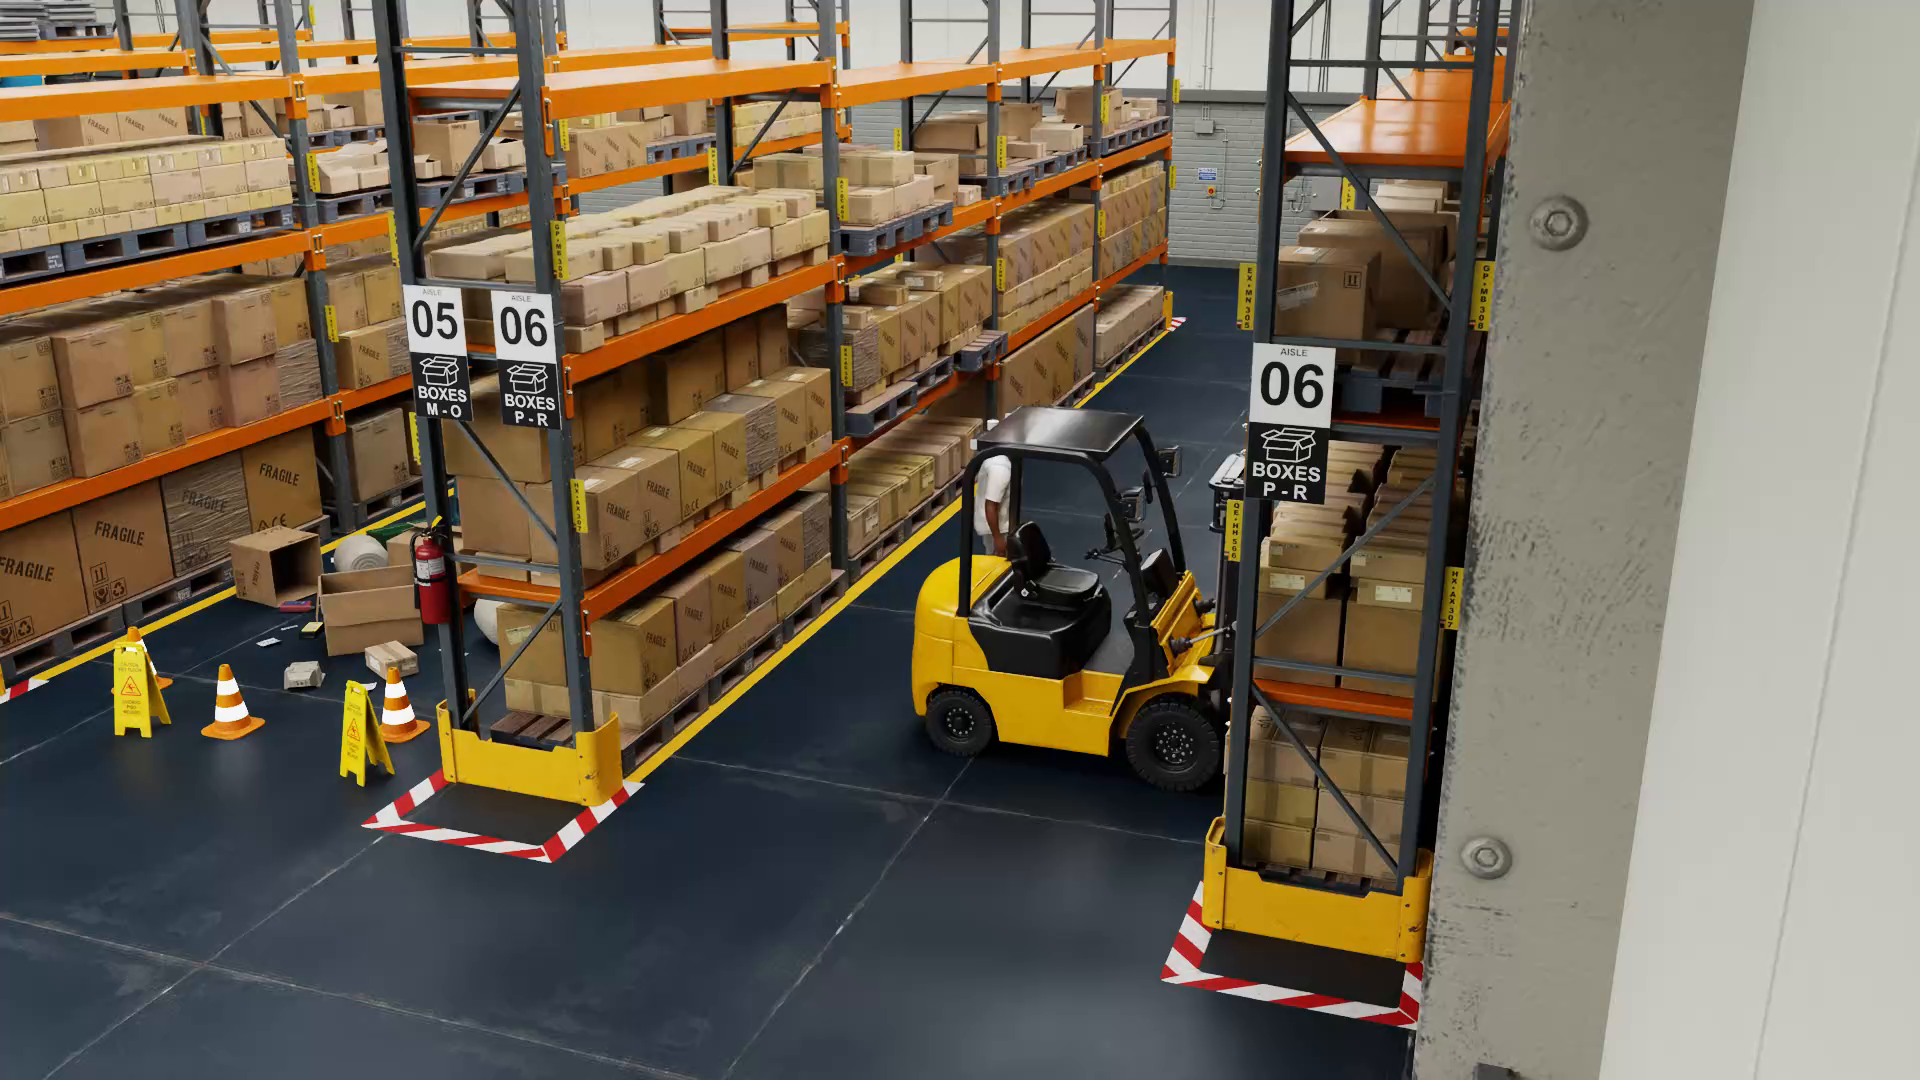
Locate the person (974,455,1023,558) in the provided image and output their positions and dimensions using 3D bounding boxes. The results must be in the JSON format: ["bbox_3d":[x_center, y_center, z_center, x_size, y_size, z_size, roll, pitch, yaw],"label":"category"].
[{"bbox_3d":[0.350,-0.087,12.792,0.455,1.761,0.635,5,19,15],"label":"person"}]
